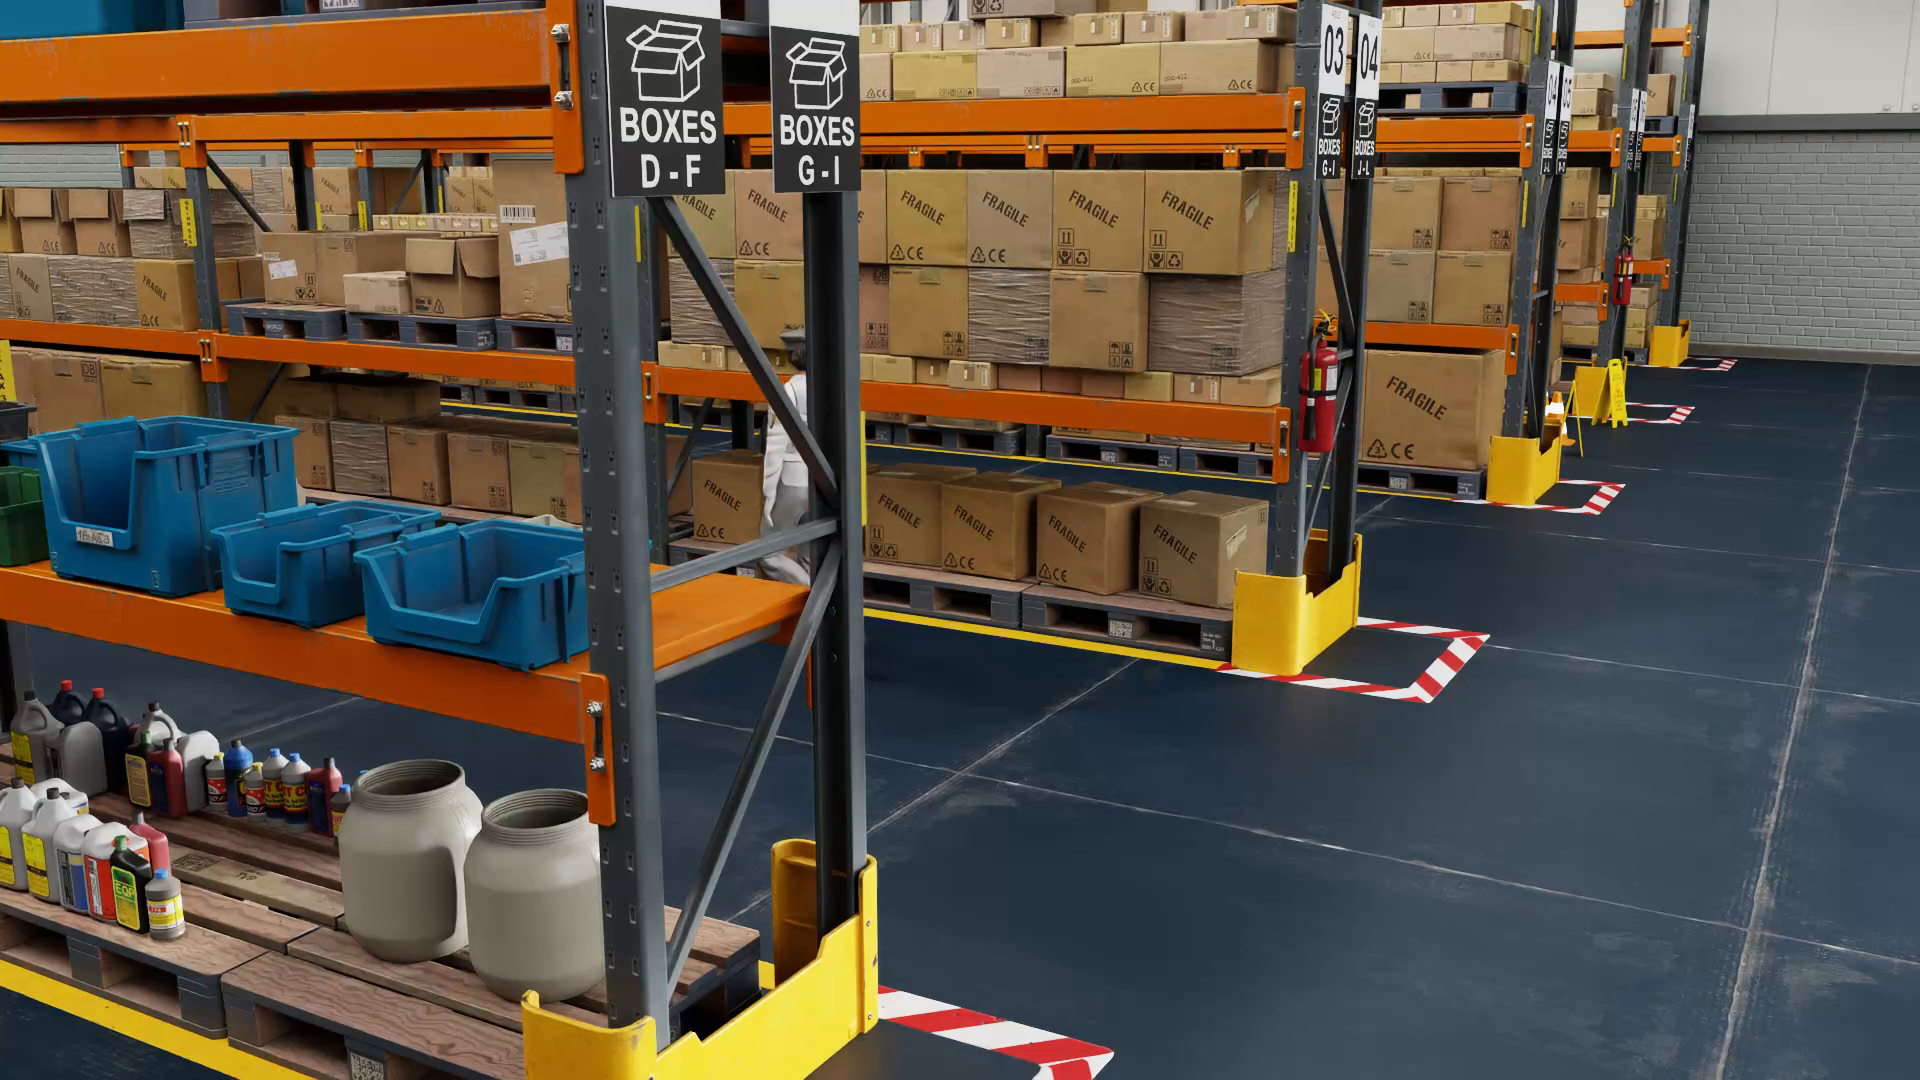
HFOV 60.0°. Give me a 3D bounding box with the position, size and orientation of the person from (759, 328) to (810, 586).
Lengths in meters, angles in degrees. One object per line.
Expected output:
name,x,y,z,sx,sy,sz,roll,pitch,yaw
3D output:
person,-0.791,-0.247,8.478,0.504,1.649,0.645,-11,17,-40
